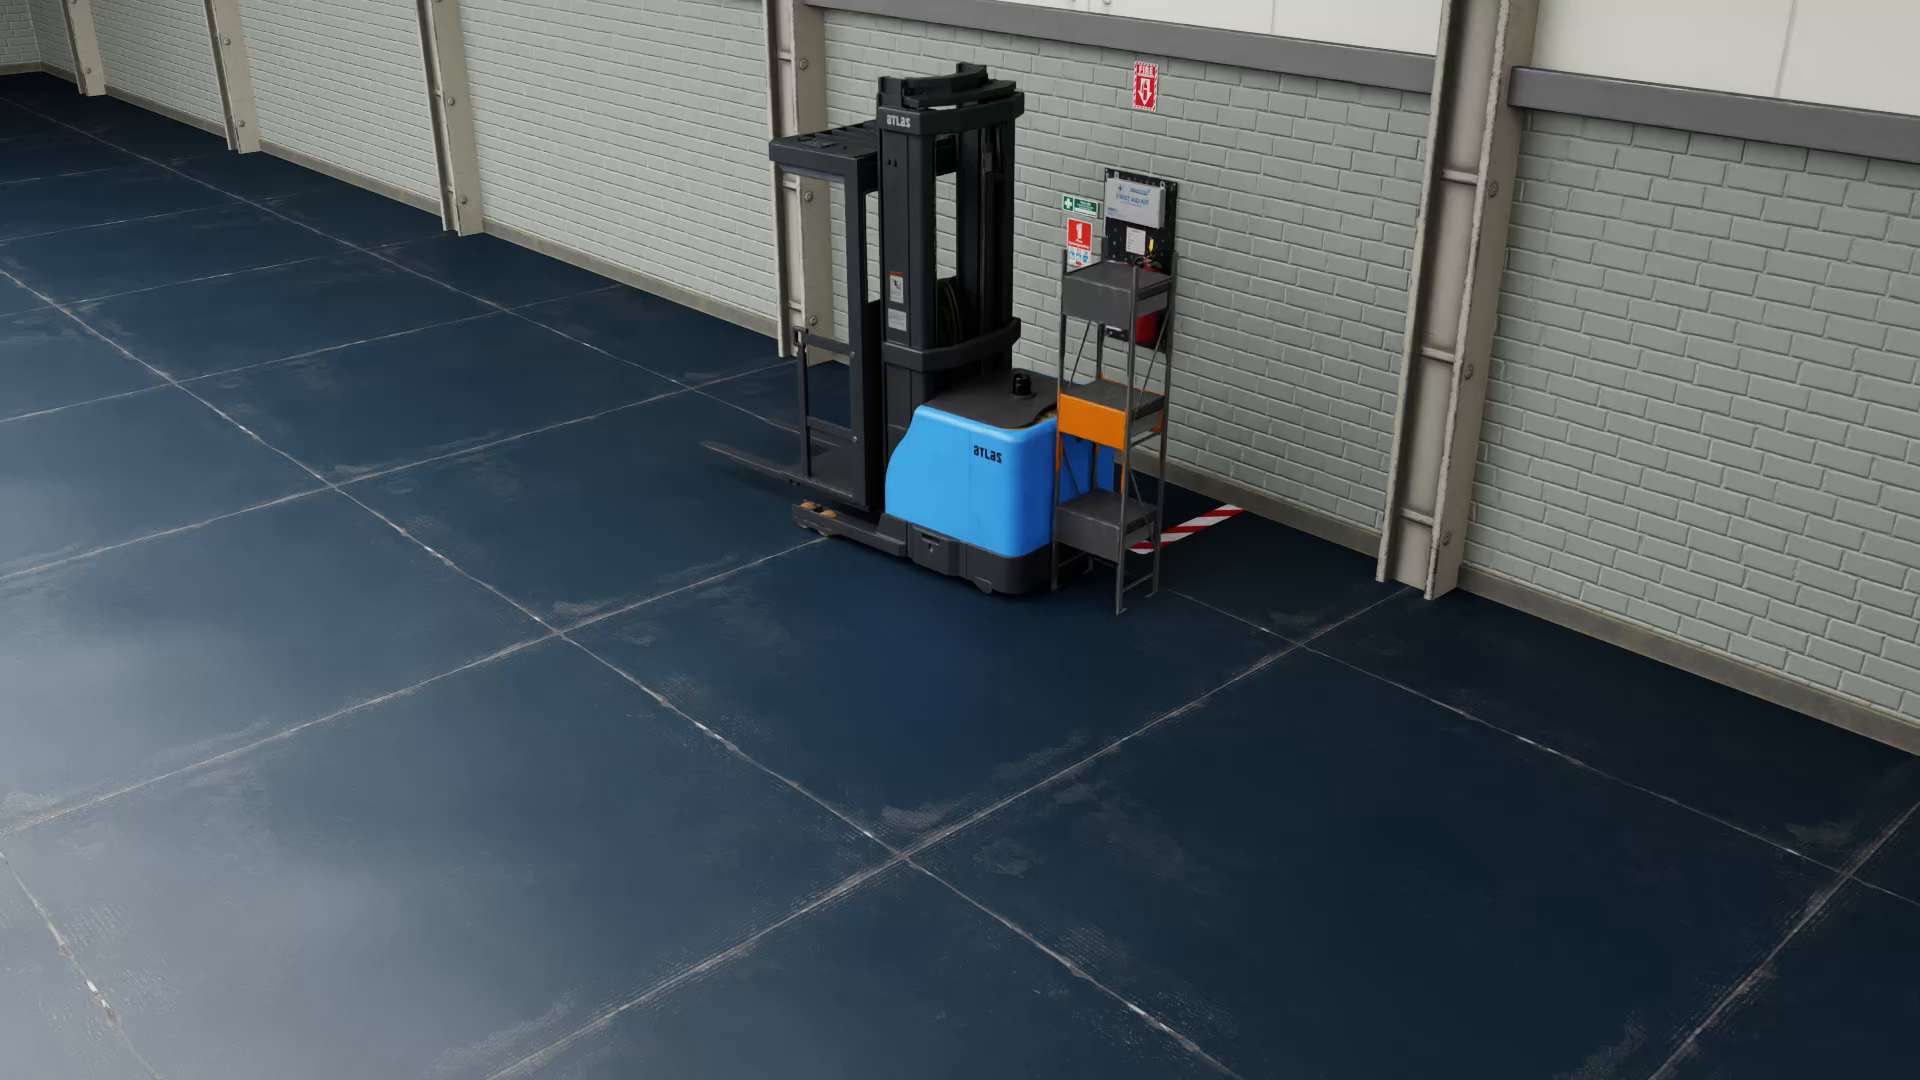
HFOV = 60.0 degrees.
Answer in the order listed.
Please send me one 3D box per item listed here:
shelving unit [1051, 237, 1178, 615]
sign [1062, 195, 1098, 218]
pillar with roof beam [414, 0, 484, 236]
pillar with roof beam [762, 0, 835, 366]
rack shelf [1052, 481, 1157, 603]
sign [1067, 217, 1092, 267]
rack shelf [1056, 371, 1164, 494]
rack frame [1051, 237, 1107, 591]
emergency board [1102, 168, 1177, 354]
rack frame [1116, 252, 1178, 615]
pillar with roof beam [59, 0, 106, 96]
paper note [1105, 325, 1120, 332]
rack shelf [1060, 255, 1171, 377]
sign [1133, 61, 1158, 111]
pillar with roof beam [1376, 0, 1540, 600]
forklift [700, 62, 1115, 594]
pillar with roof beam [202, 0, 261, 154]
[{"bbox_3d":[0.878,-0.642,9.622,0.503,2.100,0.431,20,32,37],"label":"shelving unit"},{"bbox_3d":[0.831,-2.315,11.529,0.001,0.109,0.331,-21,32,-38],"label":"sign"},{"bbox_3d":[-8.546,-6.249,13.606,9.100,9.000,0.400,-21,32,-38],"label":"pillar with roof beam"},{"bbox_3d":[-4.445,-4.431,9.621,9.100,9.000,0.400,-21,32,-38],"label":"pillar with roof beam"},{"bbox_3d":[0.874,0.006,9.921,0.480,0.518,0.431,20,32,37],"label":"rack shelf"},{"bbox_3d":[0.834,-2.078,11.647,0.001,0.329,0.234,-21,32,-38],"label":"sign"},{"bbox_3d":[0.878,-0.629,9.628,0.480,0.518,0.431,20,32,37],"label":"rack shelf"},{"bbox_3d":[0.695,-0.710,9.768,0.015,2.100,0.400,20,32,37],"label":"rack frame"},{"bbox_3d":[1.137,-1.865,11.224,0.194,1.169,0.643,-21,32,-38],"label":"emergency board"},{"bbox_3d":[1.062,-0.573,9.476,0.015,2.100,0.400,20,32,37],"label":"rack frame"},{"bbox_3d":[-16.748,-9.885,21.575,9.100,9.000,0.400,-21,32,-38],"label":"pillar with roof beam"},{"bbox_3d":[1.066,-1.537,11.567,0.016,0.148,0.142,-21,32,-38],"label":"paper note"},{"bbox_3d":[0.882,-1.265,9.334,0.480,0.518,0.431,20,32,37],"label":"rack shelf"},{"bbox_3d":[1.204,-2.950,10.810,0.001,0.298,0.199,-21,32,-38],"label":"sign"},{"bbox_3d":[-0.344,-2.613,5.636,9.100,9.000,0.400,-21,32,-38],"label":"pillar with roof beam"},{"bbox_3d":[-0.470,-1.504,10.515,3.031,2.935,1.130,20,31,37],"label":"forklift"},{"bbox_3d":[-12.647,-8.067,17.590,9.100,9.000,0.400,-21,32,-38],"label":"pillar with roof beam"}]
